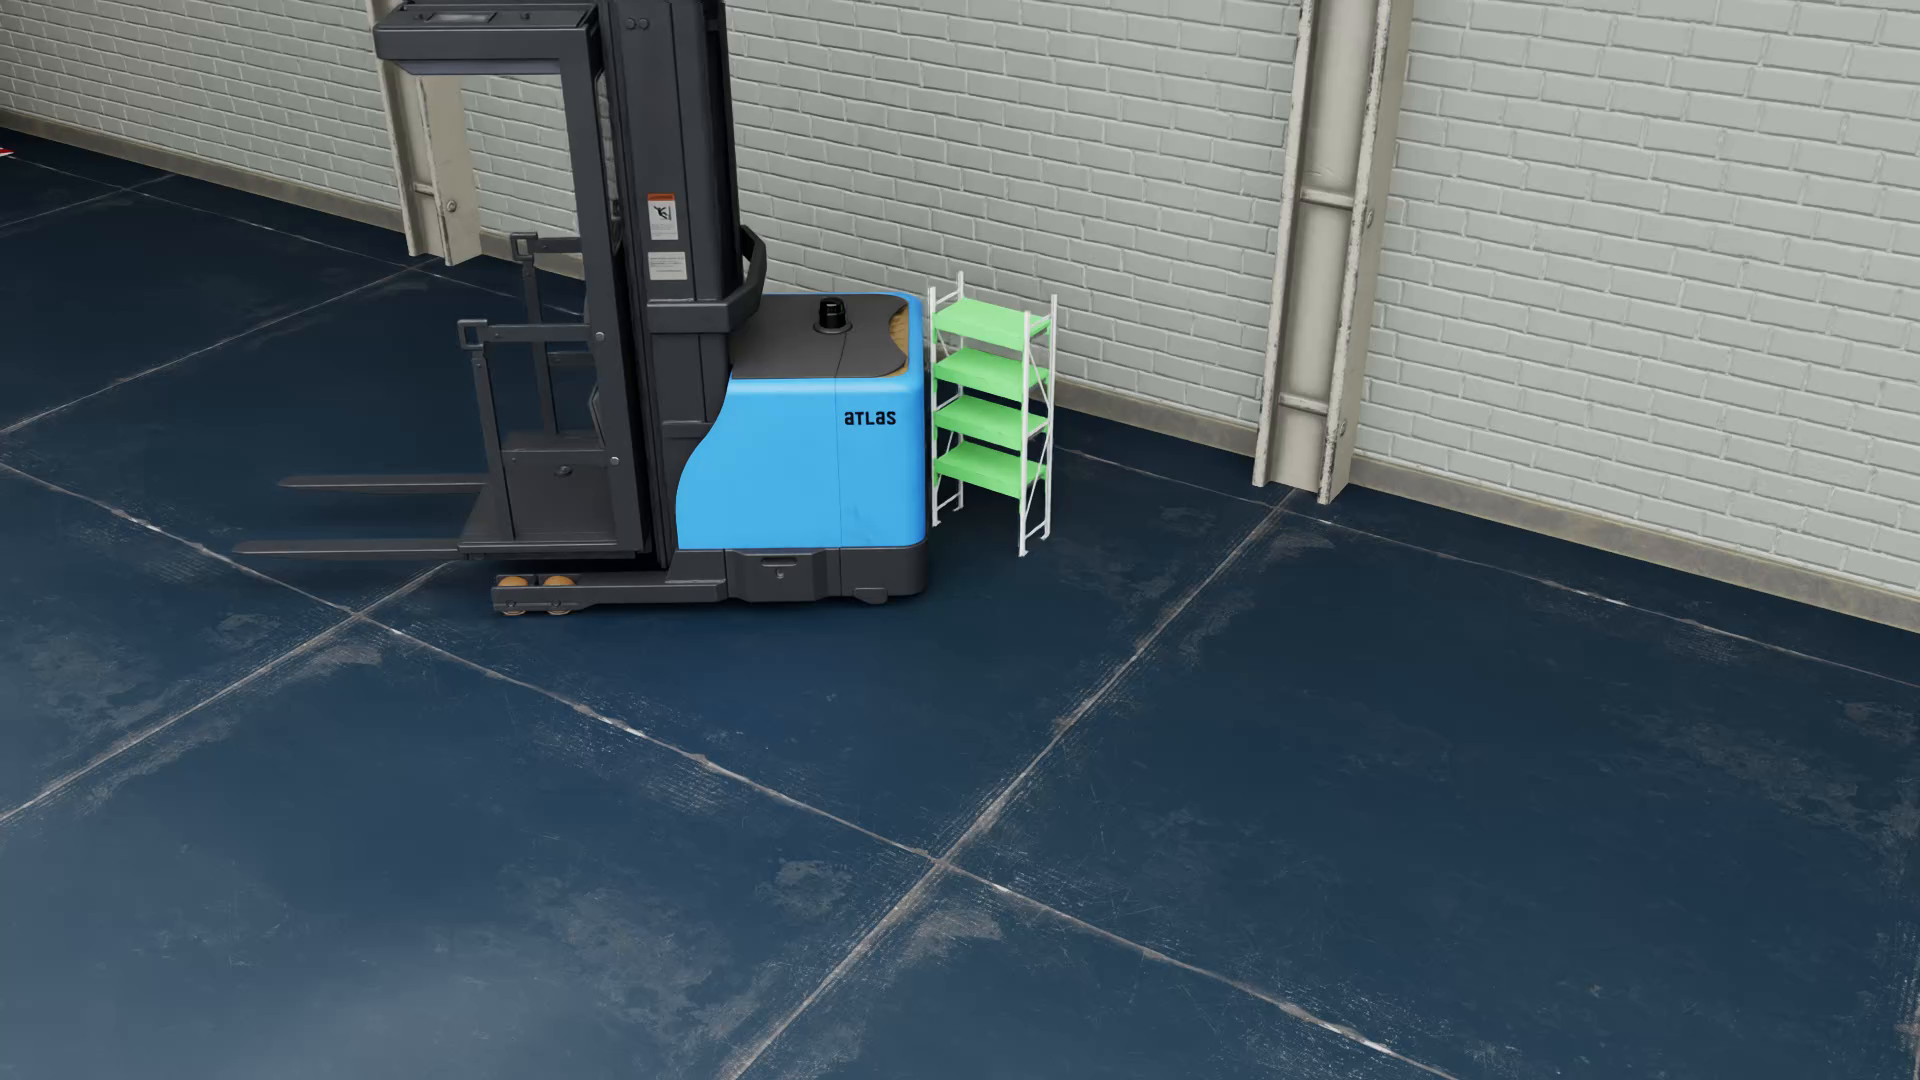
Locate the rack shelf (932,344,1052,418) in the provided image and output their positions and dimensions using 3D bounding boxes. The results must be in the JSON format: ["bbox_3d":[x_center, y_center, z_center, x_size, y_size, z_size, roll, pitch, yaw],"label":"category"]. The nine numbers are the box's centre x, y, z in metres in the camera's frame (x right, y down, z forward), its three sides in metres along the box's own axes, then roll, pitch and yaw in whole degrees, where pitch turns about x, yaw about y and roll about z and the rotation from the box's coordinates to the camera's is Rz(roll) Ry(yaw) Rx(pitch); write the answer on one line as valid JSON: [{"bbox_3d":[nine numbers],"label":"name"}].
[{"bbox_3d":[0.144,-0.714,7.433,0.480,0.148,0.258,19,35,29],"label":"rack shelf"}]

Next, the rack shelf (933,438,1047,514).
[{"bbox_3d":[0.144,-0.299,7.675,0.480,0.148,0.258,19,35,29],"label":"rack shelf"}]

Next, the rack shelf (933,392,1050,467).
[{"bbox_3d":[0.144,-0.506,7.554,0.480,0.148,0.258,19,35,29],"label":"rack shelf"}]

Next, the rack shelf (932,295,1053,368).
[{"bbox_3d":[0.144,-0.921,7.312,0.480,0.148,0.258,19,35,29],"label":"rack shelf"}]

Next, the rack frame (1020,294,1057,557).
[{"bbox_3d":[0.346,-0.493,7.404,0.015,1.200,0.240,19,35,29],"label":"rack frame"}]

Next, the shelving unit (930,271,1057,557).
[{"bbox_3d":[0.144,-0.562,7.522,0.503,1.200,0.258,19,35,29],"label":"shelving unit"}]

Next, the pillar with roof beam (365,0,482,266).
[{"bbox_3d":[-5.679,-3.944,5.581,0.400,9.000,9.100,18,35,27],"label":"pillar with roof beam"}]

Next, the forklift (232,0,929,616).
[{"bbox_3d":[-1.661,-1.210,6.915,3.031,2.935,1.130,-1,30,-1],"label":"forklift"}]

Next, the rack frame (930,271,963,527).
[{"bbox_3d":[-0.058,-0.630,7.640,0.015,1.200,0.240,19,35,29],"label":"rack frame"}]

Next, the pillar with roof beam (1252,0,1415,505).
[{"bbox_3d":[-0.598,-2.337,2.826,0.400,9.000,9.100,18,35,27],"label":"pillar with roof beam"}]
